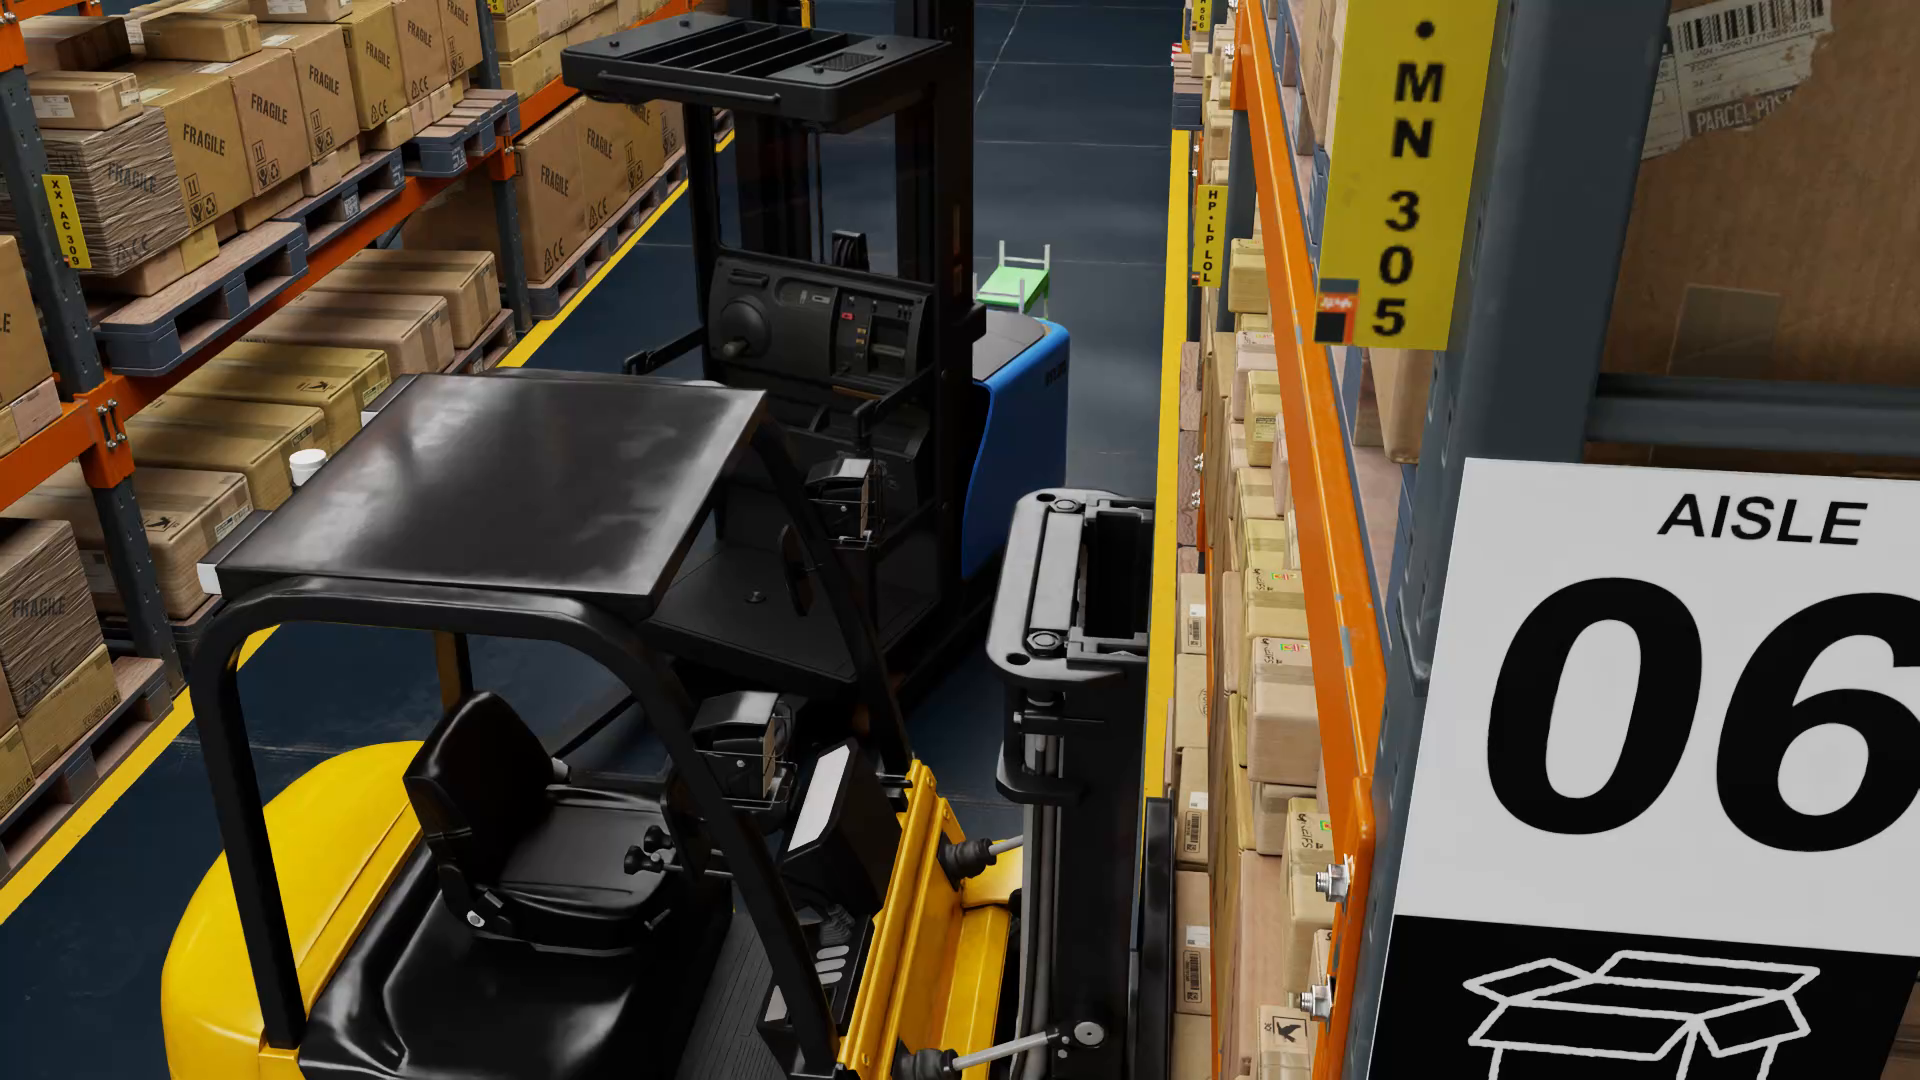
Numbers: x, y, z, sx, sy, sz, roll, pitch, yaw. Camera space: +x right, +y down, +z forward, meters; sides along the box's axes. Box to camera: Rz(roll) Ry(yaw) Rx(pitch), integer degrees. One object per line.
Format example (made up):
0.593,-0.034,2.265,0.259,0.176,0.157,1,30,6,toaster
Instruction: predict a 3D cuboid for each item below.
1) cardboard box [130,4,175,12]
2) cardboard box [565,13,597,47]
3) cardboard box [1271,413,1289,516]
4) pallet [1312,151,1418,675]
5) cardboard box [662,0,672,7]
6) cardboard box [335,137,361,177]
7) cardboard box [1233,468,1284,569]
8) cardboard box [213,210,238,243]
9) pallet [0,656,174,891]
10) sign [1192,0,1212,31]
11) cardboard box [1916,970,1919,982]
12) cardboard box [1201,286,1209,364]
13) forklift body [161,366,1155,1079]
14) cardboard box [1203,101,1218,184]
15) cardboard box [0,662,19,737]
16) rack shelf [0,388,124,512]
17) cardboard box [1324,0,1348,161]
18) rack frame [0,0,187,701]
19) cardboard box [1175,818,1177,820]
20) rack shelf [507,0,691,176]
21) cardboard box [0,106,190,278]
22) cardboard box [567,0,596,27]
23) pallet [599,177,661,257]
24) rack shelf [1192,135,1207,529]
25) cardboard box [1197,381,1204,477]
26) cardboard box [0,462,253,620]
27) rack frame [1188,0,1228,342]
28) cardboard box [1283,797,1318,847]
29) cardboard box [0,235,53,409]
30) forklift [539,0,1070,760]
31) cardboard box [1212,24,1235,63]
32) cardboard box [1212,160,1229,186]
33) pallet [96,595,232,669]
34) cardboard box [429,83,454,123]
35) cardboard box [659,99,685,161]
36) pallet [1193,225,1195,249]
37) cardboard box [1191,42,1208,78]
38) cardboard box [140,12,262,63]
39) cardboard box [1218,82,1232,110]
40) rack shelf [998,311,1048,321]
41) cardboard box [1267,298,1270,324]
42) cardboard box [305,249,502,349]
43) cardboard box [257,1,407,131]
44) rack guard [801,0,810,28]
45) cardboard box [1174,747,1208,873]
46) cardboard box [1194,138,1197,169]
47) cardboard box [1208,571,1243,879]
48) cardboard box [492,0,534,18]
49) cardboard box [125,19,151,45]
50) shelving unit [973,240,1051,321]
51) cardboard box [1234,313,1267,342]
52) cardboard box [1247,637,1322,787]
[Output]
-7.599,-4.968,15.745,0.380,0.149,0.250,4,29,7,cardboard box
-2.686,-3.257,10.792,0.500,0.250,0.500,4,29,8,cardboard box
0.913,-0.165,3.792,0.380,0.149,0.250,3,28,6,cardboard box
0.947,-0.179,1.850,1.003,0.211,1.213,3,28,6,pallet
-2.426,-4.209,12.559,0.500,0.250,0.500,3,28,5,cardboard box
-3.029,-1.791,7.733,0.380,0.149,0.250,2,28,5,cardboard box
0.840,-0.043,3.877,0.380,0.149,0.250,2,28,5,cardboard box
-3.222,-1.306,6.834,0.380,0.149,0.250,5,29,9,cardboard box
-3.649,0.810,6.023,1.003,0.211,1.213,3,28,6,pallet
1.276,-2.834,8.710,0.100,0.325,0.005,3,28,6,sign
1.172,0.582,2.405,0.380,0.149,0.250,4,29,7,cardboard box
1.183,-0.872,6.364,0.500,0.250,0.500,3,28,6,cardboard box
-0.743,0.809,3.980,2.313,2.155,1.214,3,28,6,forklift body
1.374,-1.810,7.578,0.500,0.250,0.500,3,28,5,cardboard box
-3.468,0.494,5.337,0.500,0.500,0.500,4,29,7,cardboard box
-3.847,0.523,4.376,1.077,0.370,4.000,3,28,6,rack shelf
0.666,-0.583,2.101,0.396,0.266,0.258,3,29,6,cardboard box
-3.602,-0.735,5.952,1.000,3.000,0.127,3,28,6,rack frame
0.900,0.804,5.025,0.500,0.250,0.500,3,28,6,cardboard box
-2.866,-3.243,11.365,1.077,0.370,4.000,3,28,6,rack shelf
-3.259,-1.299,6.137,0.500,0.500,0.500,4,29,7,cardboard box
-2.666,-3.474,10.666,0.500,0.250,0.500,3,28,6,cardboard box
-2.788,-2.330,11.852,1.003,0.211,1.213,3,28,6,pallet
1.570,-1.073,7.338,1.077,0.370,4.000,3,28,6,rack shelf
1.571,-0.553,7.675,0.875,0.625,0.625,2,28,4,cardboard box
-3.540,-0.010,6.935,0.950,0.372,0.625,4,29,7,cardboard box
1.815,-2.332,8.915,1.000,3.000,0.127,3,28,6,rack frame
0.736,0.568,2.743,0.380,0.149,0.250,3,28,6,cardboard box
-3.409,-0.687,5.443,0.500,0.500,0.500,3,28,5,cardboard box
-0.645,-0.776,6.101,1.130,2.935,3.031,14,31,25,forklift
1.484,-2.528,8.491,0.380,0.149,0.250,4,29,8,cardboard box
1.143,-1.318,6.245,0.380,0.149,0.250,2,28,5,cardboard box
-3.508,0.126,7.294,1.003,0.211,1.213,3,28,6,pallet
-2.865,-2.273,8.629,0.380,0.149,0.250,3,28,6,cardboard box
-2.618,-3.454,12.796,0.875,0.875,0.875,4,29,8,cardboard box
2.096,-2.026,11.288,1.003,0.211,1.213,3,28,6,pallet
1.515,-2.737,9.491,0.380,0.149,0.250,4,29,7,cardboard box
-3.162,-2.099,6.938,0.380,0.149,0.250,5,29,9,cardboard box
1.336,-1.920,7.362,0.380,0.149,0.250,4,29,7,cardboard box
0.238,-0.910,7.804,0.258,0.148,0.480,8,29,14,rack shelf
1.067,-0.647,4.685,0.380,0.149,0.250,4,29,7,cardboard box
-3.191,-1.381,9.478,0.950,0.372,0.625,1,28,3,cardboard box
-3.004,-2.266,7.932,0.500,0.500,0.500,1,28,3,cardboard box
-2.128,-5.295,17.051,1.175,0.500,0.348,3,28,6,rack guard
0.832,0.821,4.465,0.500,0.250,0.500,4,29,8,cardboard box
1.967,-2.833,12.039,0.500,0.500,0.500,3,28,6,cardboard box
0.821,0.421,3.700,0.500,0.500,0.500,4,29,7,cardboard box
-2.808,-3.320,9.591,0.500,0.500,0.500,2,28,5,cardboard box
-3.581,-2.049,7.528,0.500,0.500,0.500,2,28,4,cardboard box
0.238,-0.755,7.887,0.258,1.200,0.503,8,29,14,shelving unit
1.025,-0.644,4.993,0.380,0.149,0.250,3,28,5,cardboard box
0.700,0.308,2.912,0.380,0.149,0.250,4,29,7,cardboard box
